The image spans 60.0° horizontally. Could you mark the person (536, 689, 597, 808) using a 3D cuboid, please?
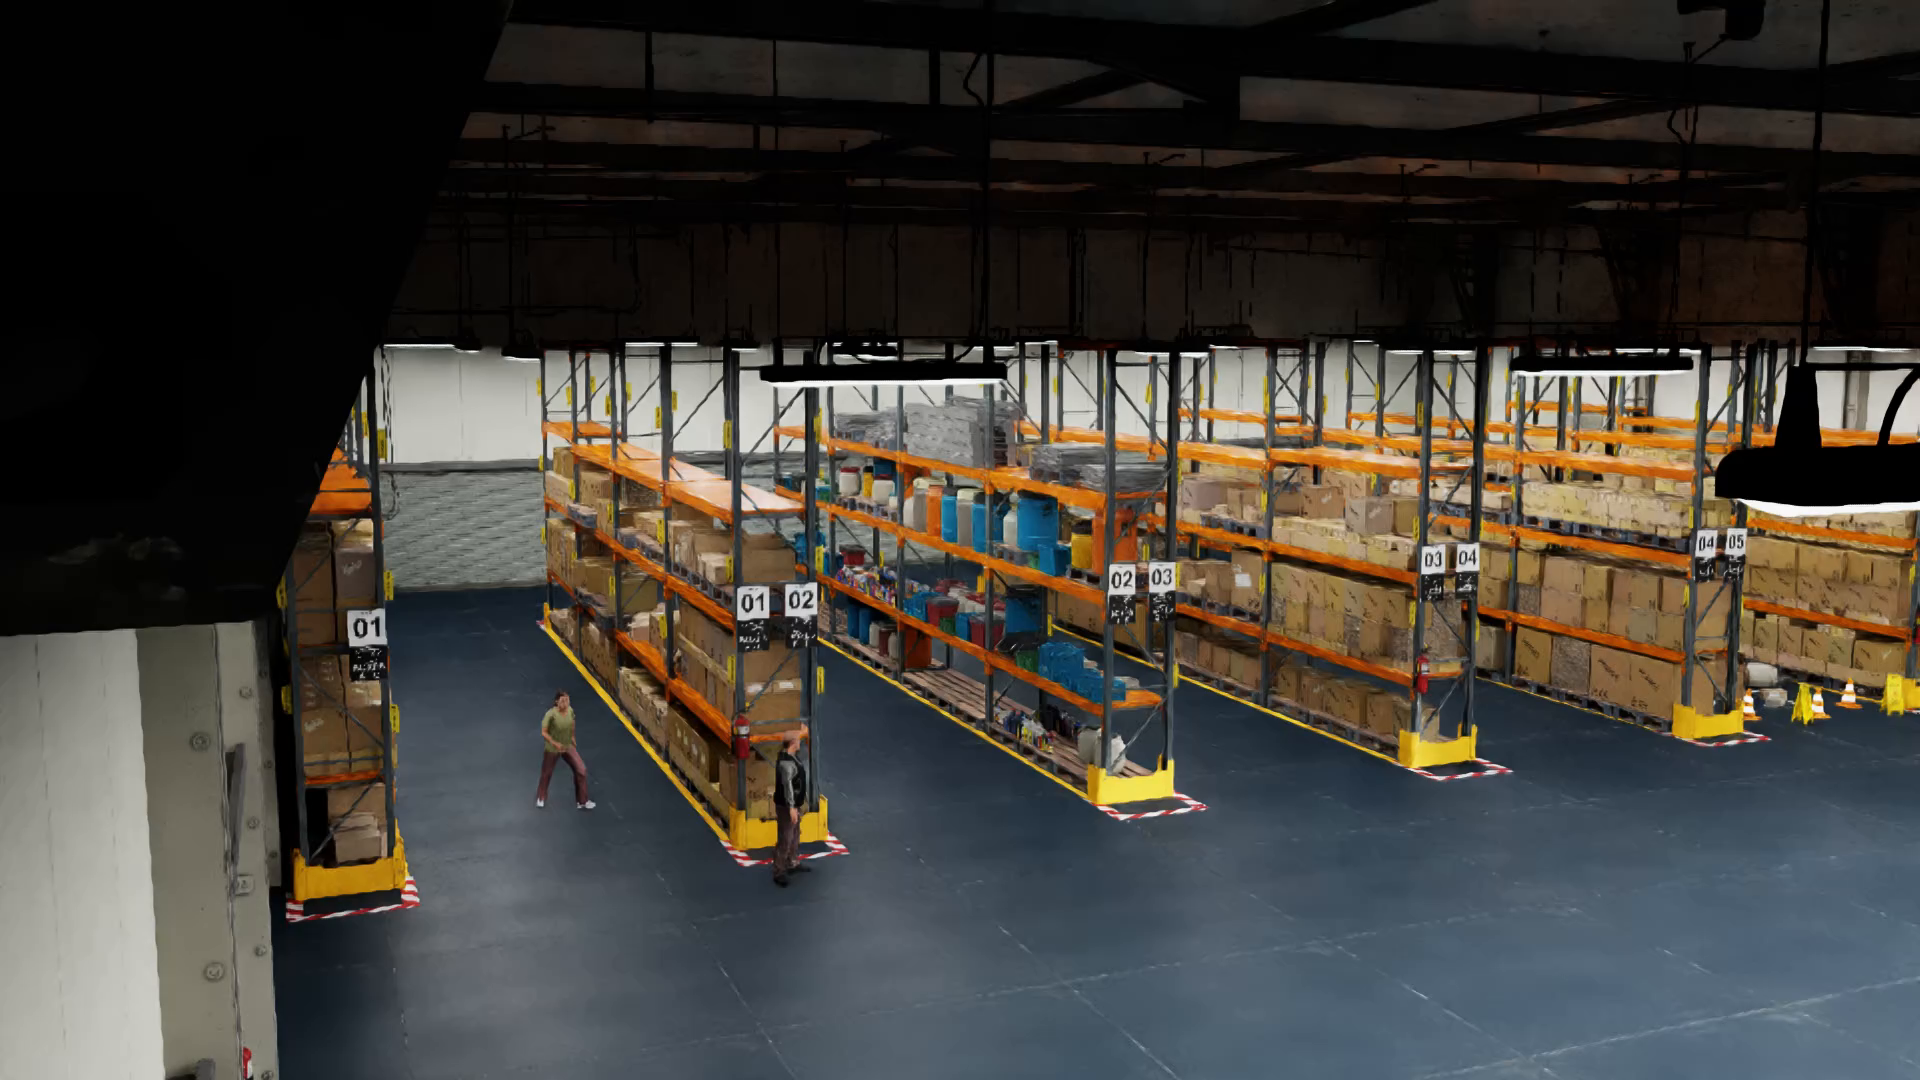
[{"bbox_3d":[-5.221,2.710,21.732,0.621,1.604,0.814,-6,9,-38],"label":"person"}]

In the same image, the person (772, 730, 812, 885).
[{"bbox_3d":[-1.929,3.012,18.924,0.426,1.725,0.615,0,7,-1],"label":"person"}]
